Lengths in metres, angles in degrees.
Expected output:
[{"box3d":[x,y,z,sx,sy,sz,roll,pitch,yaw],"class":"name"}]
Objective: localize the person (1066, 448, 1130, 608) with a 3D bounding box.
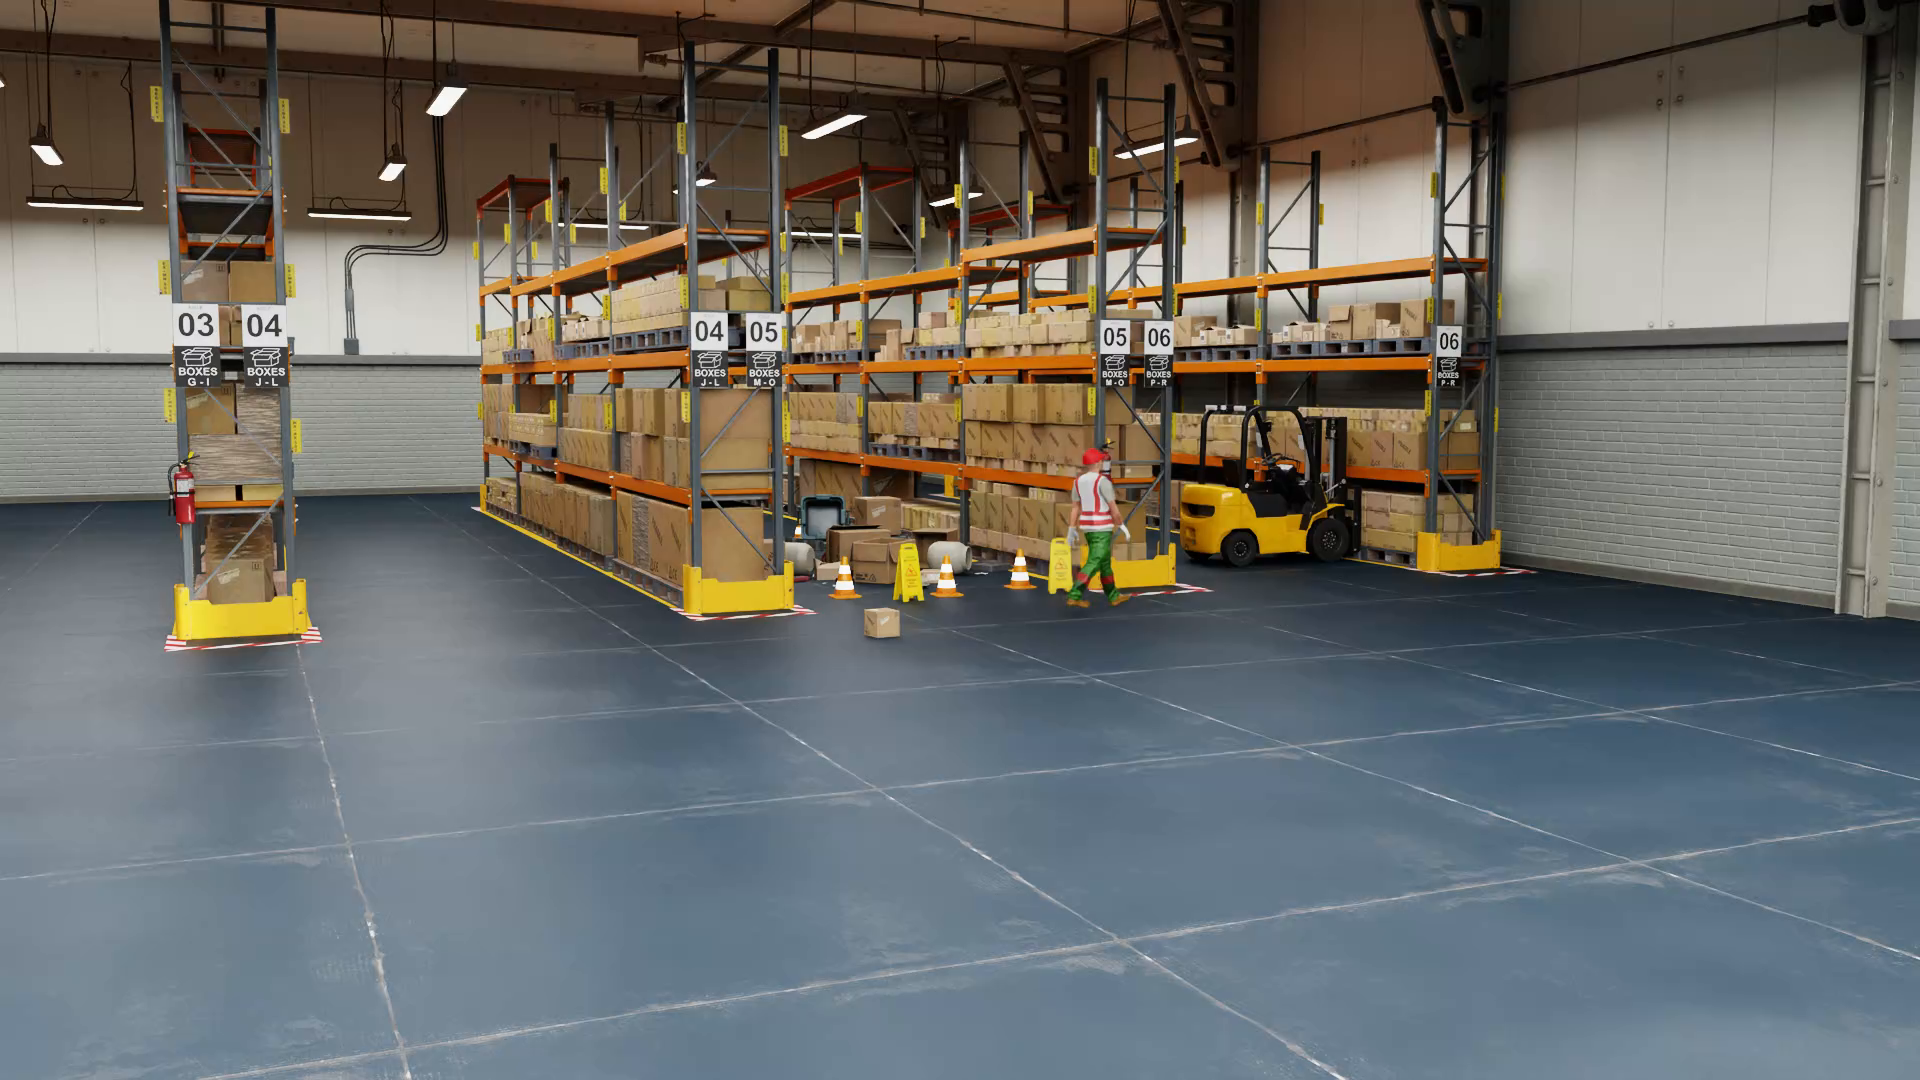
[{"box3d":[1.514,-0.119,17.924,1.061,1.745,0.567,-4,7,-37],"class":"person"}]
